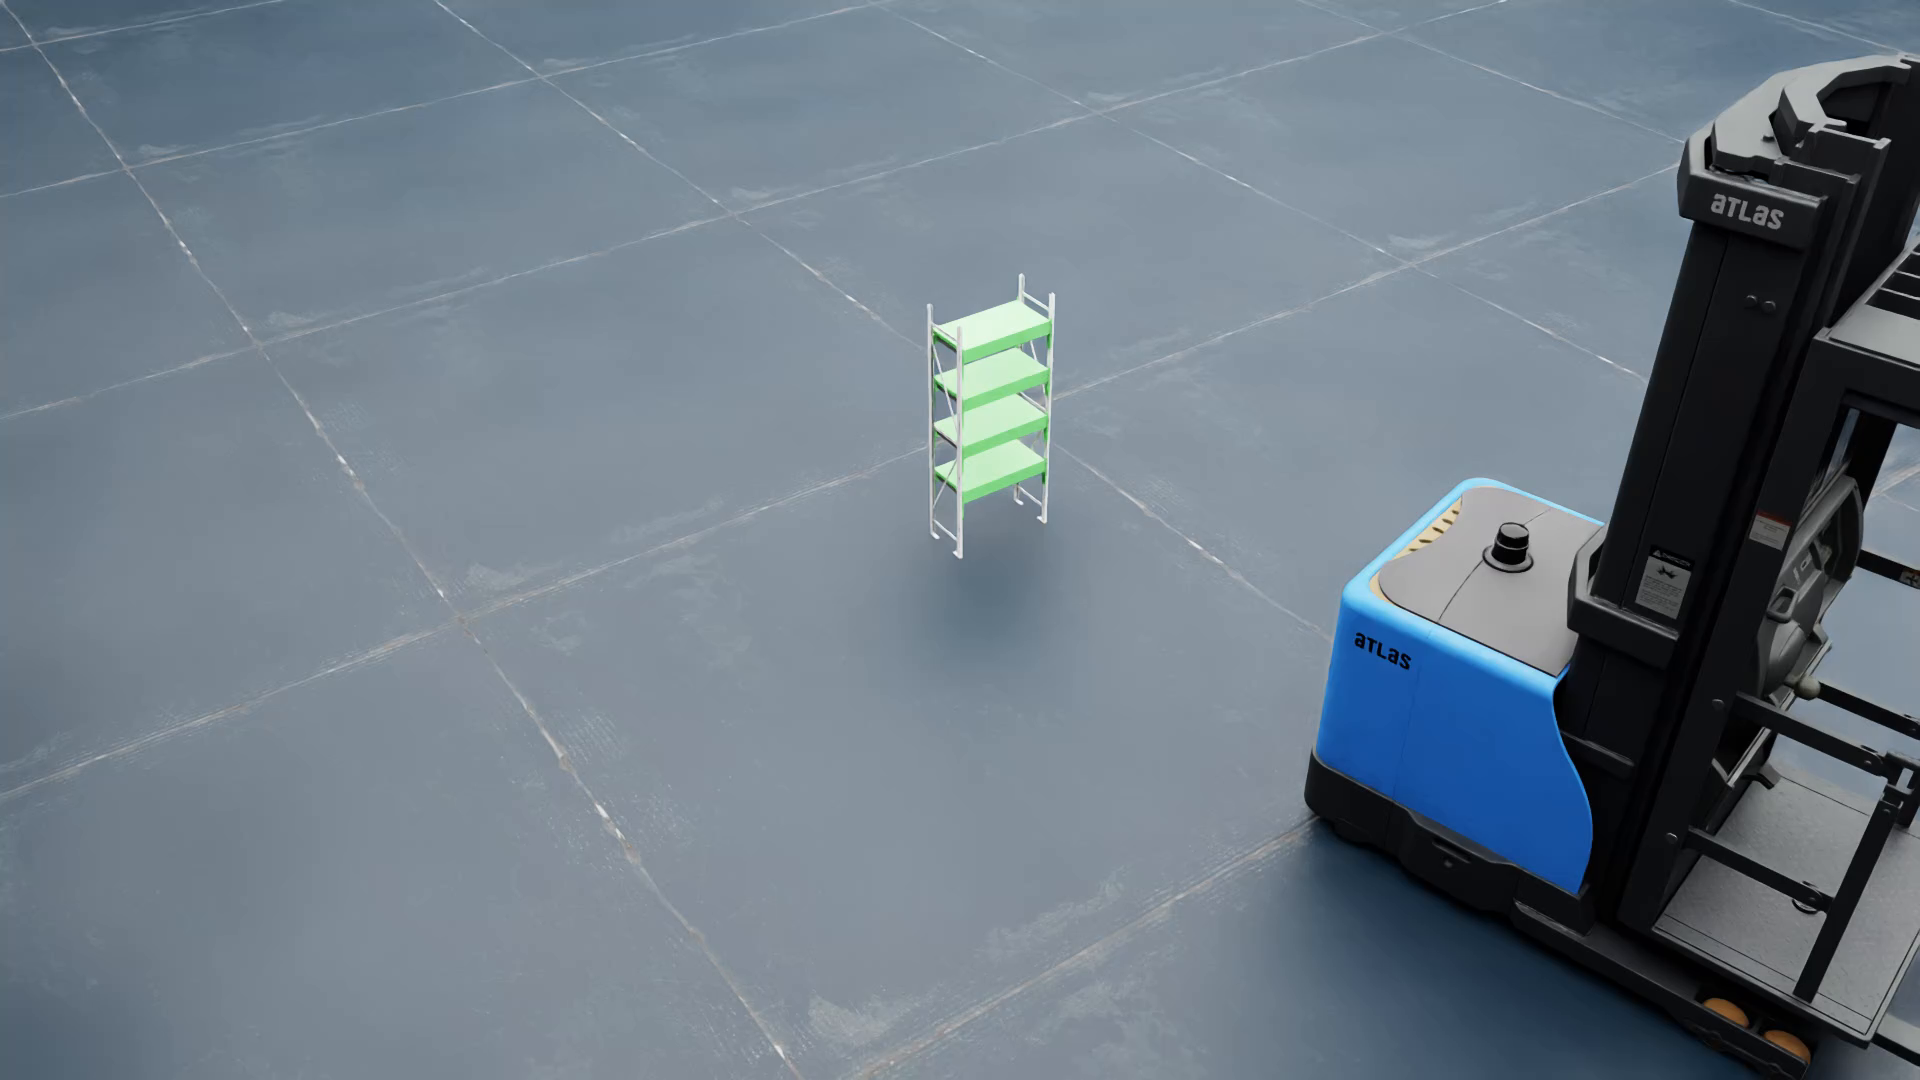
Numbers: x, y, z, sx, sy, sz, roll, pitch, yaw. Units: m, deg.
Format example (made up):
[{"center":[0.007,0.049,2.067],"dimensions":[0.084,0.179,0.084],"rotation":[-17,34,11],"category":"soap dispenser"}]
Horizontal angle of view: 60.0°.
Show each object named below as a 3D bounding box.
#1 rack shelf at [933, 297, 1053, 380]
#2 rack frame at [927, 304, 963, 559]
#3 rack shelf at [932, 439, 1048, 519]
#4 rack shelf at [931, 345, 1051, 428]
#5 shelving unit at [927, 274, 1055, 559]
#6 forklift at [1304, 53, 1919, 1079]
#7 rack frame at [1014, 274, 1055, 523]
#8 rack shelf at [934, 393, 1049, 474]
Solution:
[{"center":[0.135,-0.881,7.234],"dimensions":[0.480,0.148,0.258],"rotation":[-22,41,-28],"category":"rack shelf"},{"center":[-0.064,-0.461,7.363],"dimensions":[0.015,1.200,0.240],"rotation":[-22,41,-28],"category":"rack frame"},{"center":[0.135,-0.296,7.655],"dimensions":[0.480,0.148,0.258],"rotation":[-22,41,-28],"category":"rack shelf"},{"center":[0.135,-0.686,7.374],"dimensions":[0.480,0.148,0.258],"rotation":[-22,41,-28],"category":"rack shelf"},{"center":[0.135,-0.543,7.477],"dimensions":[0.503,1.200,0.258],"rotation":[-22,41,-28],"category":"shelving unit"},{"center":[2.742,0.199,4.963],"dimensions":[3.031,2.935,1.130],"rotation":[27,44,32],"category":"forklift"},{"center":[0.335,-0.625,7.591],"dimensions":[0.015,1.200,0.240],"rotation":[-22,41,-28],"category":"rack frame"},{"center":[0.135,-0.491,7.514],"dimensions":[0.480,0.148,0.258],"rotation":[-22,41,-28],"category":"rack shelf"}]
